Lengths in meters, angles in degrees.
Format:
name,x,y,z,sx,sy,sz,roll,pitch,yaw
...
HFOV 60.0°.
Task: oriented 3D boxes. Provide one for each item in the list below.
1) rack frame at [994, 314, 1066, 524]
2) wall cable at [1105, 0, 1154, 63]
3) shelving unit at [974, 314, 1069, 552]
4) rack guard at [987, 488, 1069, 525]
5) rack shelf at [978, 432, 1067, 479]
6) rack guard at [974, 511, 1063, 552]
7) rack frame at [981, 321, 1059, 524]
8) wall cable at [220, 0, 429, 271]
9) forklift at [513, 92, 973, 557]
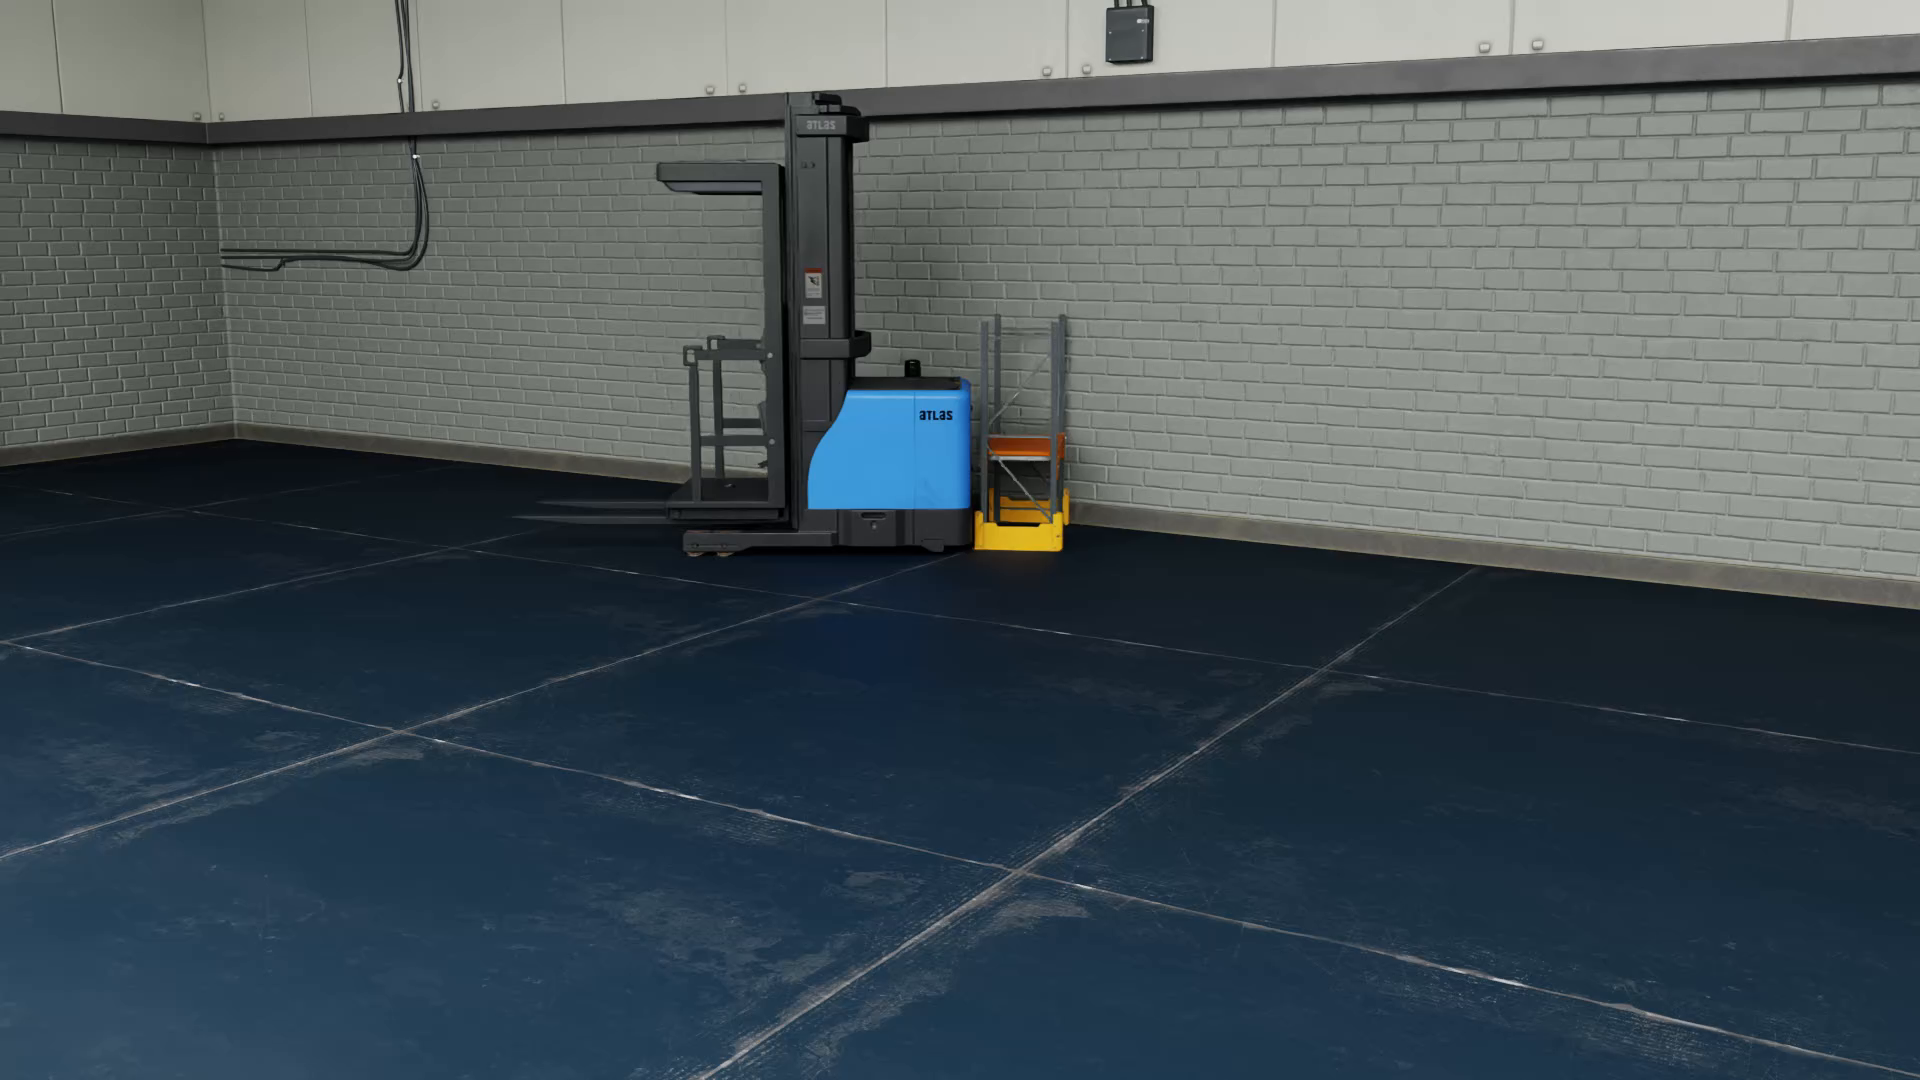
name,x,y,z,sx,sy,sz,roll,pitch,yaw
rack frame,0.495,-0.860,11.887,0.500,1.500,0.032,1,11,6
wall cable,1.984,-6.073,10.112,2.305,6.003,0.169,6,12,31
shelving unit,0.440,-0.765,11.382,0.587,1.500,1.083,1,11,6
rack guard,0.493,-0.242,11.983,0.587,0.250,0.087,1,11,6
rack shelf,0.441,-0.590,11.424,0.538,0.185,1.000,1,11,6
rack guard,0.387,-0.060,11.010,0.587,0.250,0.087,1,11,6
rack frame,0.387,-0.674,10.894,0.500,1.500,0.032,1,11,6
wall cable,-6.121,-3.785,15.569,3.097,2.526,0.112,6,12,31
forklift,-1.431,-1.430,11.044,3.031,2.935,1.130,0,11,0
